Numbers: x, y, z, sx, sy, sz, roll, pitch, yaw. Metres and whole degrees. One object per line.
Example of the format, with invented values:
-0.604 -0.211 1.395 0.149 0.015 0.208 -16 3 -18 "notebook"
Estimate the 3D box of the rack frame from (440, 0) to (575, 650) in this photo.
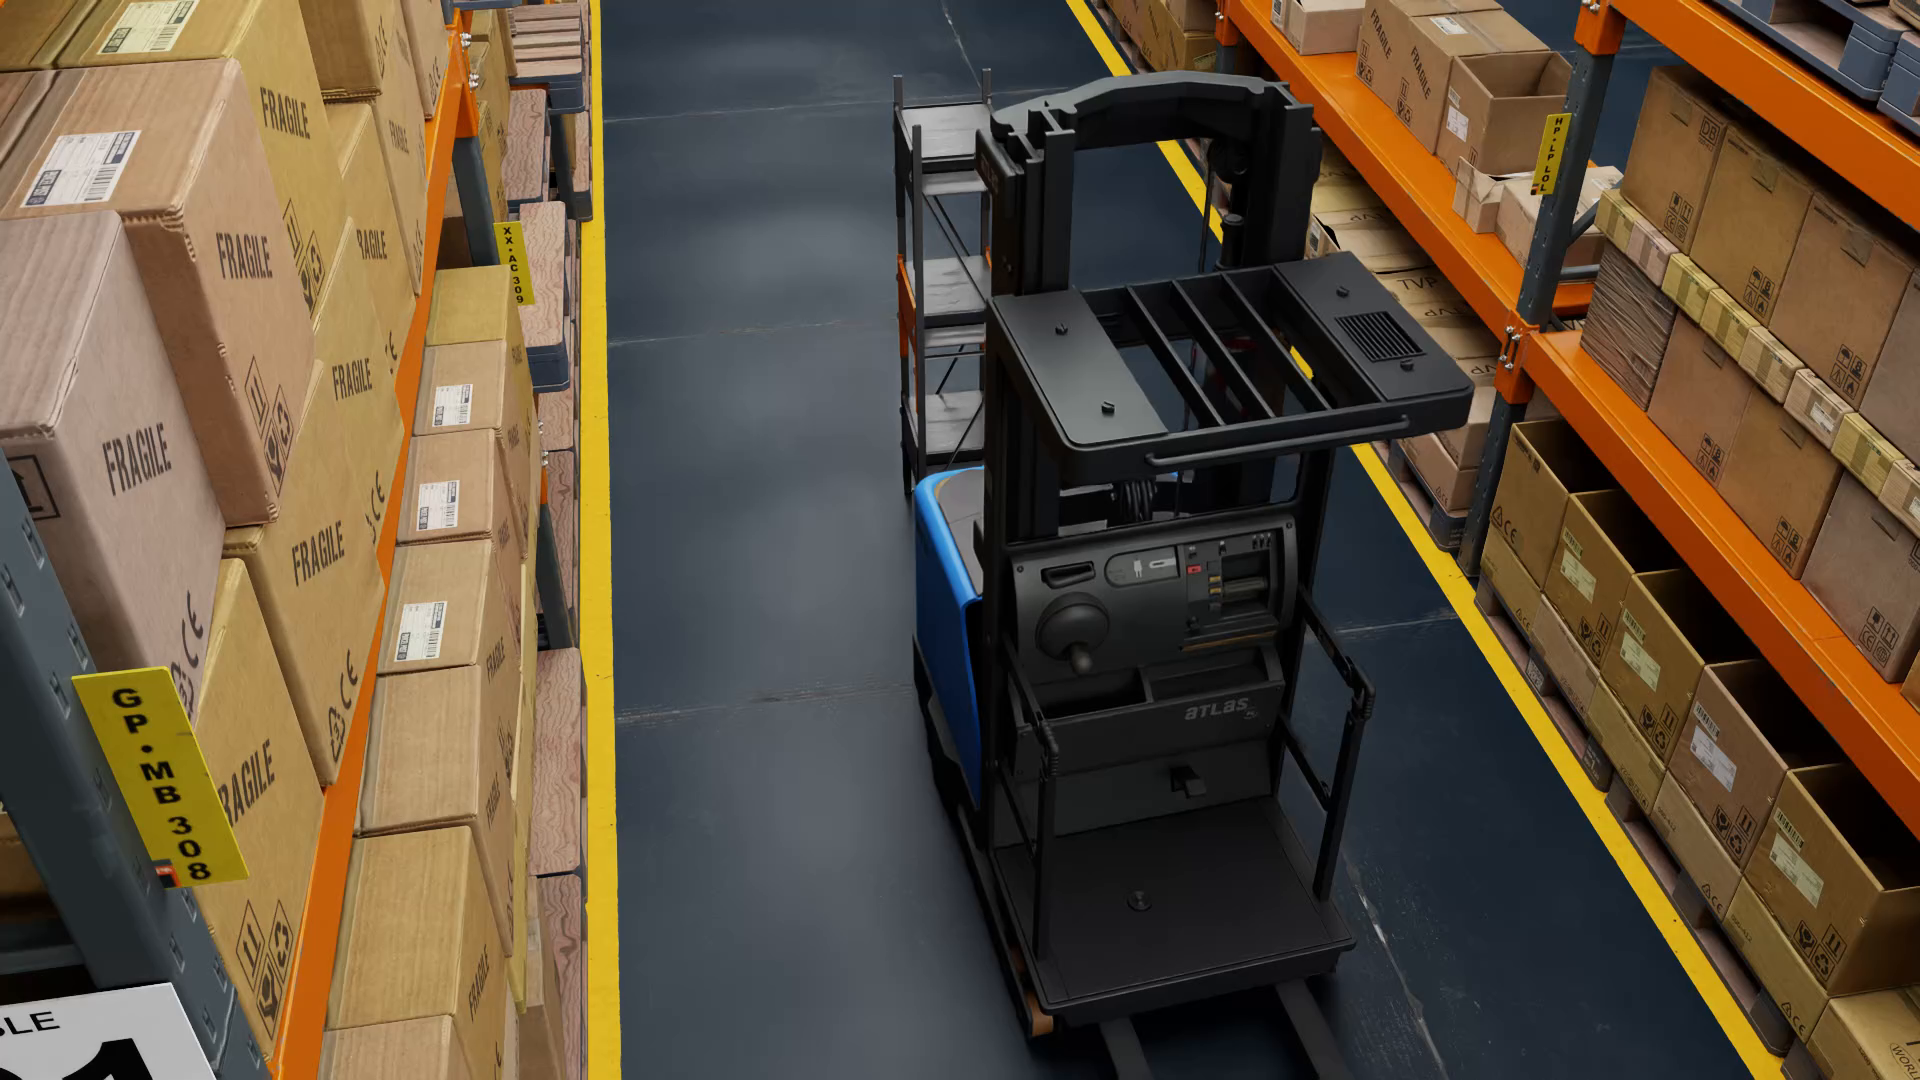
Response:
-2.102 -0.563 6.030 1.000 3.000 0.127 -6 38 -8 "rack frame"

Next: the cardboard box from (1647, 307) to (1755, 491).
2.957 -0.552 5.935 0.700 0.500 0.500 -7 38 -8 "cardboard box"

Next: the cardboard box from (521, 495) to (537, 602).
-1.641 0.044 5.355 0.500 0.250 0.500 -6 38 -8 "cardboard box"

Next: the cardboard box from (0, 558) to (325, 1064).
-1.213 0.392 2.257 0.500 0.500 0.500 -5 38 -7 "cardboard box"

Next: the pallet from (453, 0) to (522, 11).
-2.105 -2.058 5.662 1.213 0.211 1.003 -6 38 -8 "pallet"

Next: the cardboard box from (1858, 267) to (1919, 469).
3.122 -0.473 4.775 0.700 0.500 0.500 -6 38 -8 "cardboard box"

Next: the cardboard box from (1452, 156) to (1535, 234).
2.439 -1.556 7.418 0.396 0.266 0.258 -7 38 -9 "cardboard box"

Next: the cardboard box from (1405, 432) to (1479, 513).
2.416 -0.397 7.715 0.500 0.250 0.500 -7 38 -8 "cardboard box"

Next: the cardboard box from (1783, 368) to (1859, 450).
2.861 -0.433 5.252 0.380 0.149 0.250 -7 38 -9 "cardboard box"

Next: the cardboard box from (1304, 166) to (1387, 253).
2.063 -1.843 9.119 0.500 0.311 0.500 -7 38 -9 "cardboard box"

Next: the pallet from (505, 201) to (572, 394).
-2.093 -0.965 6.703 1.003 0.211 1.213 -6 38 -8 "pallet"

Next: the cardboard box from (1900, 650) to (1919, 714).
3.228 0.378 4.737 0.700 0.500 0.500 -6 38 -8 "cardboard box"

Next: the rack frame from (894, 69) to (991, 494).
-0.072 -1.077 7.424 0.400 2.100 0.015 -6 38 -8 "rack frame"

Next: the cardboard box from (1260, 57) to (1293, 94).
2.275 -3.006 10.854 0.500 0.500 0.500 -5 38 -6 "cardboard box"

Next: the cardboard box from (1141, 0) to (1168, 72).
1.588 -3.553 11.557 0.500 0.500 0.500 -8 38 -10 "cardboard box"

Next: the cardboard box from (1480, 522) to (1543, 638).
2.557 0.135 7.031 0.500 0.250 0.500 -6 38 -8 "cardboard box"

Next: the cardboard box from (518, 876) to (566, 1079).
-1.613 1.446 5.123 0.700 0.500 0.500 -9 39 -11 "cardboard box"

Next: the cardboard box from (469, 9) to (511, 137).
-2.471 -2.159 7.644 0.700 0.500 0.500 -6 38 -8 "cardboard box"

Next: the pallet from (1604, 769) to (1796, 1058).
3.090 1.226 5.999 1.003 0.211 1.213 -6 38 -8 "pallet"

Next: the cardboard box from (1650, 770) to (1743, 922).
2.816 1.041 5.864 0.500 0.250 0.500 -6 38 -8 "cardboard box"

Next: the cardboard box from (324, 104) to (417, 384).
-1.482 -0.571 3.497 0.500 0.500 0.500 -4 38 -5 "cardboard box"

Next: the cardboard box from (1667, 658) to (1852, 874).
2.812 0.745 5.633 0.500 0.500 0.500 -6 38 -8 "cardboard box"

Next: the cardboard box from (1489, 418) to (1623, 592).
2.547 -0.160 6.799 0.500 0.500 0.500 -6 38 -8 "cardboard box"

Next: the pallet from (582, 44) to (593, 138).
-3.078 -3.098 11.565 1.003 0.211 1.213 -6 38 -8 "pallet"

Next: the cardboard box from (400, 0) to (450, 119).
-1.770 -1.515 4.712 0.500 0.500 0.500 -5 38 -7 "cardboard box"

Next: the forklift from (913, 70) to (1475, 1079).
0.672 0.245 5.045 1.130 2.935 3.031 -9 39 -11 "forklift"

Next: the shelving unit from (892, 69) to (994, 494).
-0.029 -0.929 7.235 0.431 2.100 0.503 -6 38 -8 "shelving unit"

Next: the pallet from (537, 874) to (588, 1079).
-1.732 1.678 5.418 1.003 0.211 1.213 -6 38 -8 "pallet"

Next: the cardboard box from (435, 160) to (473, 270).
-2.158 -1.087 6.265 0.700 0.500 0.500 -6 38 -8 "cardboard box"

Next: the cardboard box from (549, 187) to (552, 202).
-2.626 -1.736 9.219 0.700 0.500 0.500 -6 38 -7 "cardboard box"

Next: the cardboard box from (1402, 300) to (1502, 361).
2.324 -0.927 7.940 0.500 0.311 0.500 -5 38 -7 "cardboard box"

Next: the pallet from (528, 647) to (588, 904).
-1.949 0.940 6.368 1.003 0.211 1.213 -6 38 -8 "pallet"

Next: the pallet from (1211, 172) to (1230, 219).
2.179 -1.912 10.038 1.003 0.211 1.213 -6 38 -8 "pallet"

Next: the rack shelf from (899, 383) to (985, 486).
-0.029 -0.366 7.672 0.431 0.518 0.480 -6 38 -8 "rack shelf"

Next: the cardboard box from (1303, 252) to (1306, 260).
2.062 -1.629 9.301 0.500 0.250 0.500 -7 38 -9 "cardboard box"

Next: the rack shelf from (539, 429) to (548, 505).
-1.751 0.929 4.696 1.077 0.370 4.000 -6 38 -8 "rack shelf"

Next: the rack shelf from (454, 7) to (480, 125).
-2.453 -2.672 6.885 1.077 0.370 4.000 -6 38 -8 "rack shelf"

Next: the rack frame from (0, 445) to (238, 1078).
-1.401 -0.516 1.079 1.000 3.000 0.127 -6 38 -8 "rack frame"

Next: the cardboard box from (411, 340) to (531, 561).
-1.622 -0.255 5.128 0.500 0.500 0.500 -6 38 -8 "cardboard box"

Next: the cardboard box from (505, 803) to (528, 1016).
-1.362 0.955 4.182 0.500 0.250 0.500 -7 38 -9 "cardboard box"

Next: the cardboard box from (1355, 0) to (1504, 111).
2.383 -2.542 8.495 0.500 0.500 0.500 -8 39 -10 "cardboard box"

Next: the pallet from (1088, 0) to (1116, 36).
1.552 -4.342 13.167 1.003 0.211 1.213 -6 38 -8 "pallet"

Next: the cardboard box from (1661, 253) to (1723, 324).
2.722 -0.903 5.857 0.380 0.149 0.250 -7 38 -9 "cardboard box"

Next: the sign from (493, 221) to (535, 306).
-1.569 -0.968 5.845 0.100 0.325 0.005 -6 38 -8 "sign"

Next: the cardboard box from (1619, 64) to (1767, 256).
2.858 -1.383 5.946 0.700 0.500 0.500 -6 38 -8 "cardboard box"

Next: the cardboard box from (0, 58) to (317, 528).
-1.267 -0.341 2.386 0.500 0.500 0.500 -7 38 -8 "cardboard box"

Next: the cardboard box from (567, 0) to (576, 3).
-3.104 -3.797 11.602 0.750 0.750 0.750 -5 38 -7 "cardboard box"

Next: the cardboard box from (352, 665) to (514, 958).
-1.350 0.675 3.931 0.500 0.500 0.500 -7 38 -9 "cardboard box"

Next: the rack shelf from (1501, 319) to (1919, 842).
3.125 0.394 5.384 1.077 0.370 4.000 -6 38 -8 "rack shelf"
